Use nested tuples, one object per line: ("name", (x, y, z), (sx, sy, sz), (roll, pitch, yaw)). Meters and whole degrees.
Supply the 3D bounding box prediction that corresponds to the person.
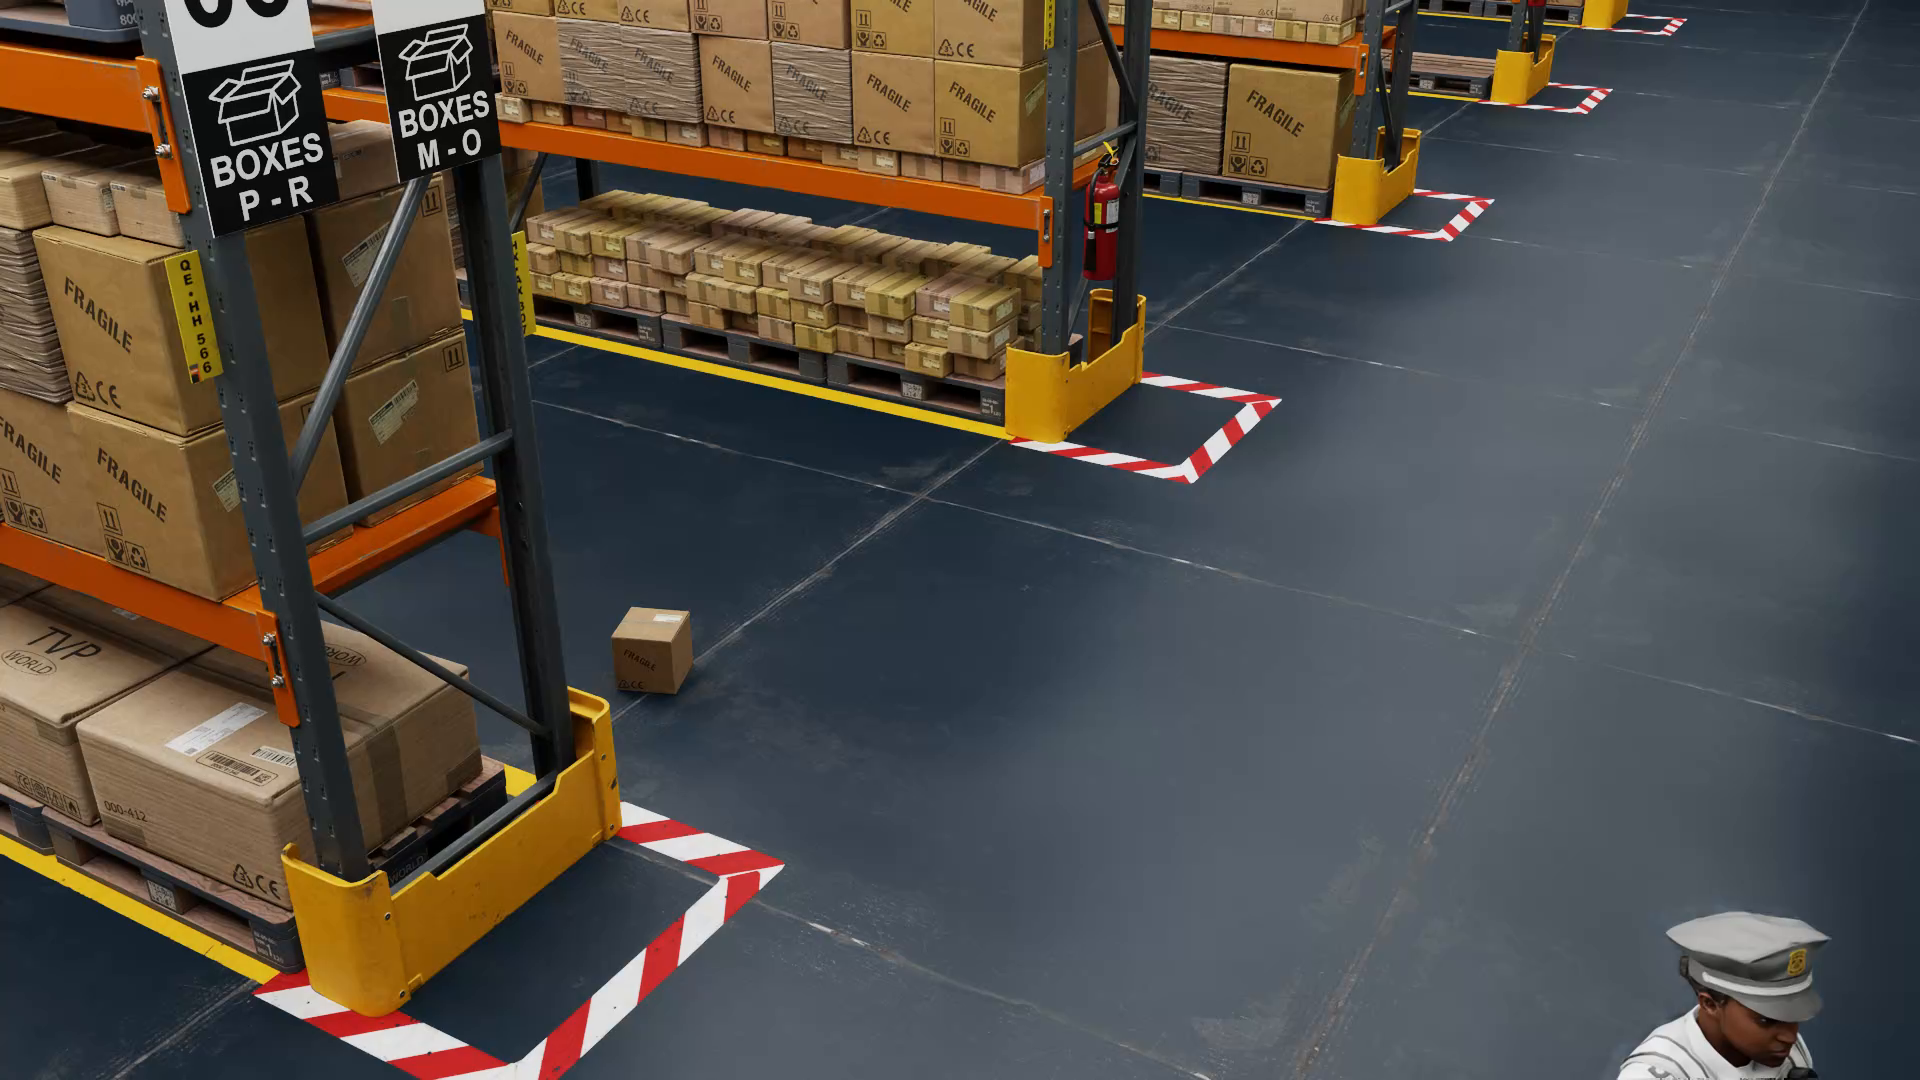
("person", (1.466, 1.419, 3.256), (0.454, 1.637, 0.973), (-16, 31, -29))
